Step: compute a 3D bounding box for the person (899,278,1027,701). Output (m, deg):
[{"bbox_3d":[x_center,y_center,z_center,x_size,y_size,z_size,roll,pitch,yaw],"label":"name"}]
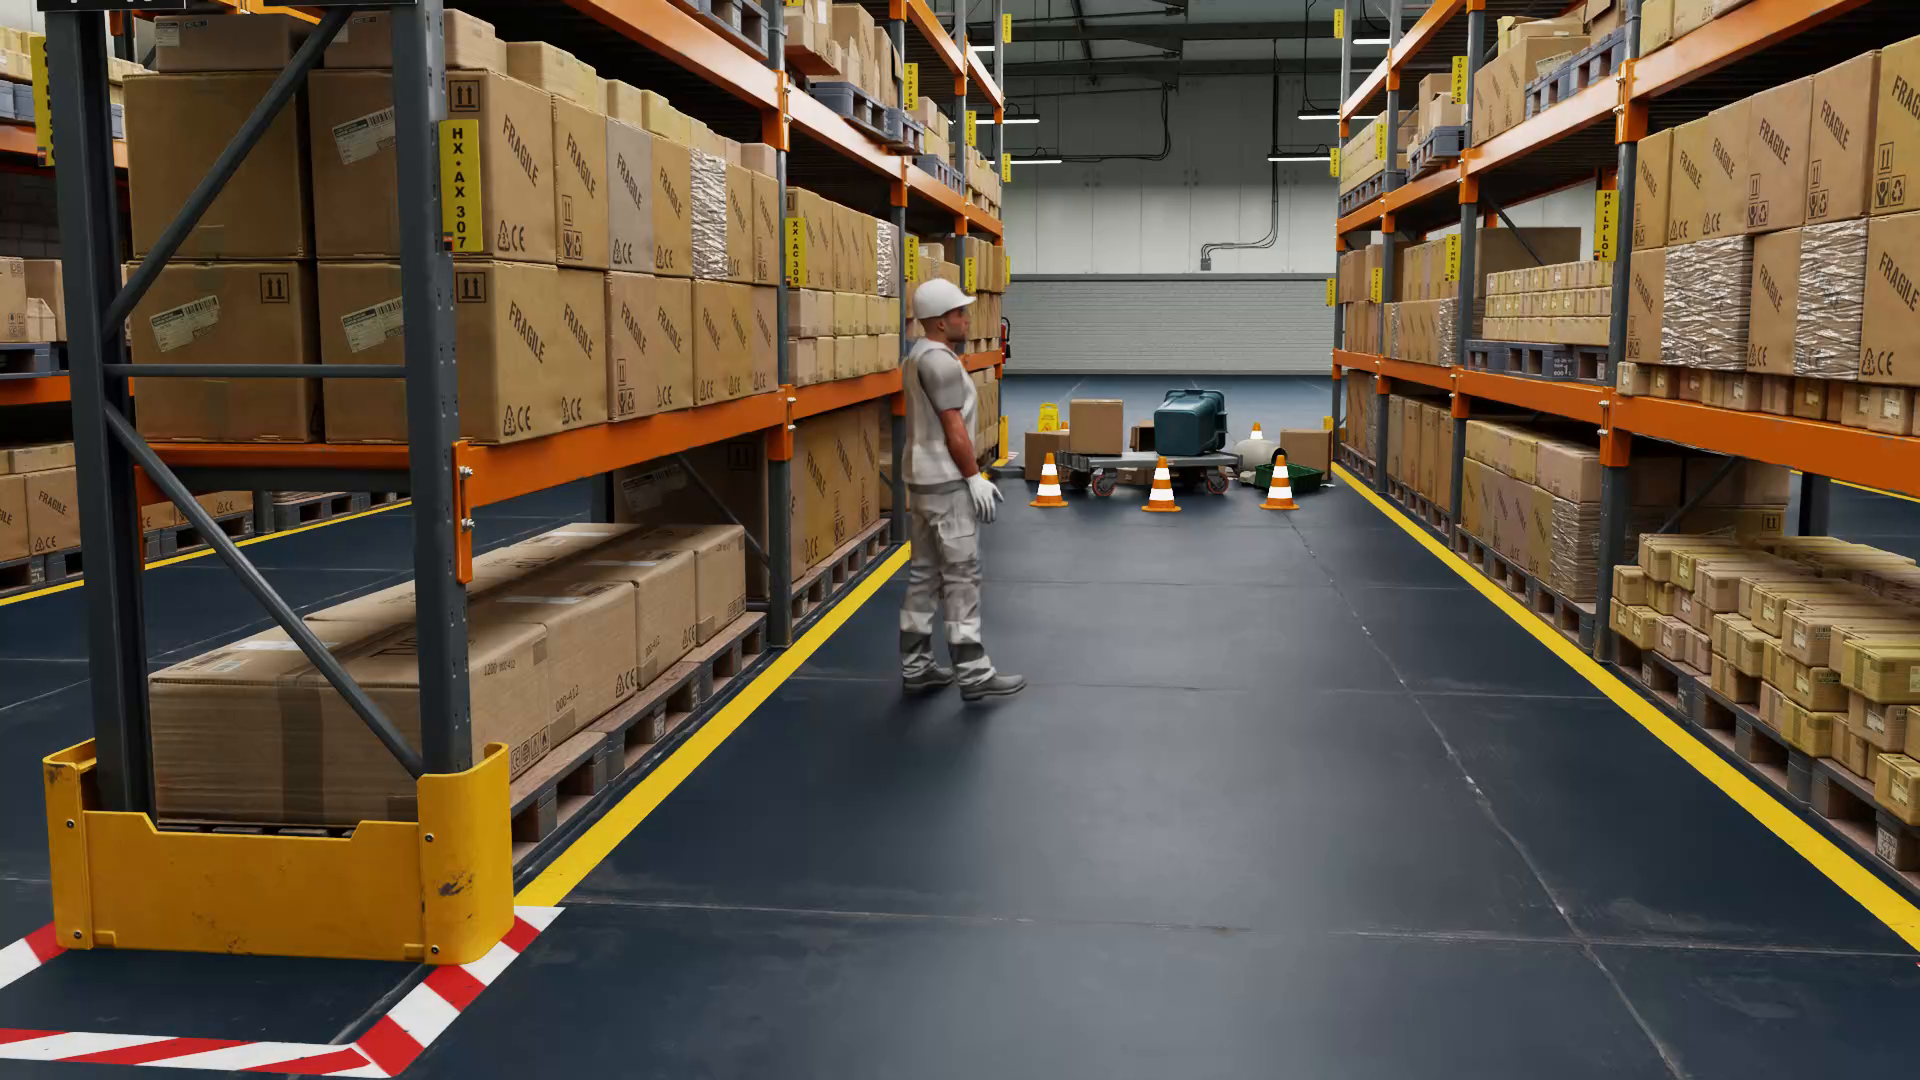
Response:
[{"bbox_3d":[0.011,-0.221,7.177,0.515,1.796,0.560,-2,8,-13],"label":"person"}]
